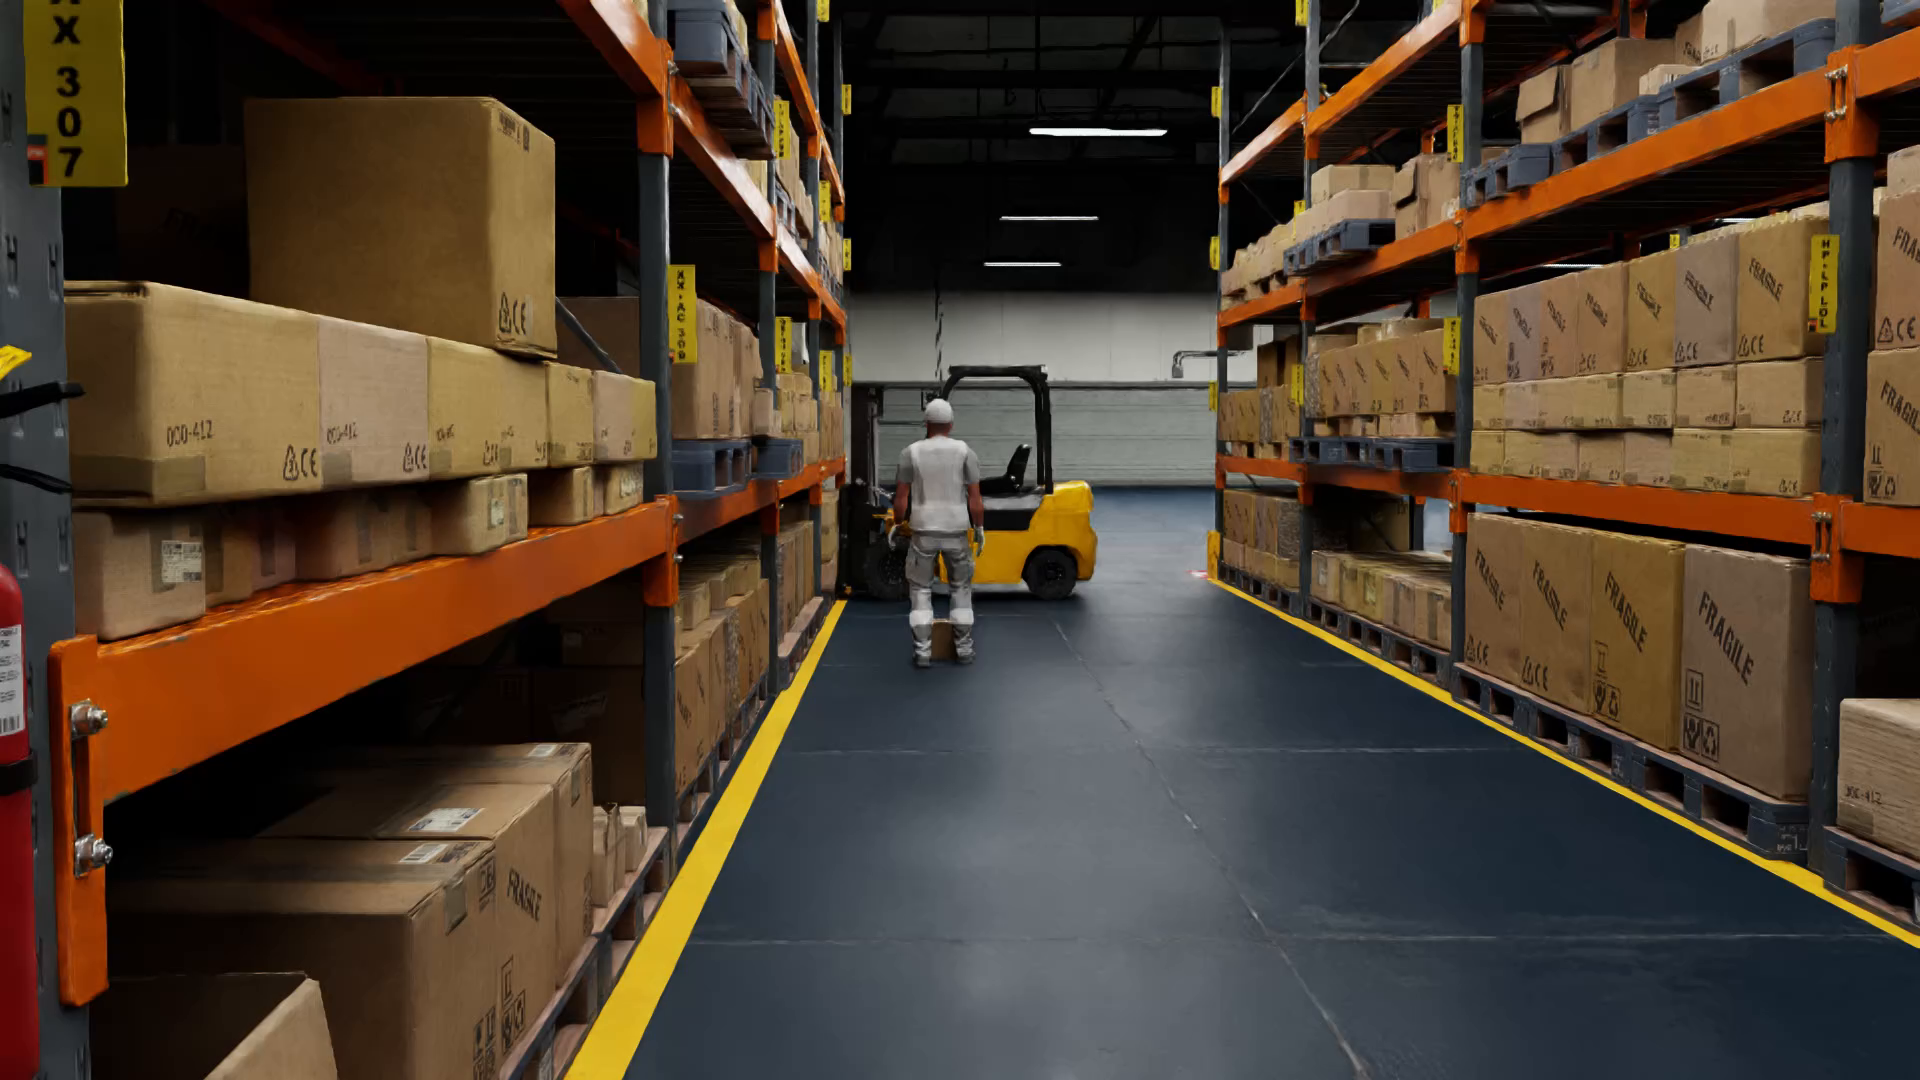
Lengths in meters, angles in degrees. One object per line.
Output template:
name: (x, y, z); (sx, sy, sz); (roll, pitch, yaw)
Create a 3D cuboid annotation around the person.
person: (-0.155, -0.055, 11.061); (0.649, 1.773, 0.484); (0, 4, 0)
